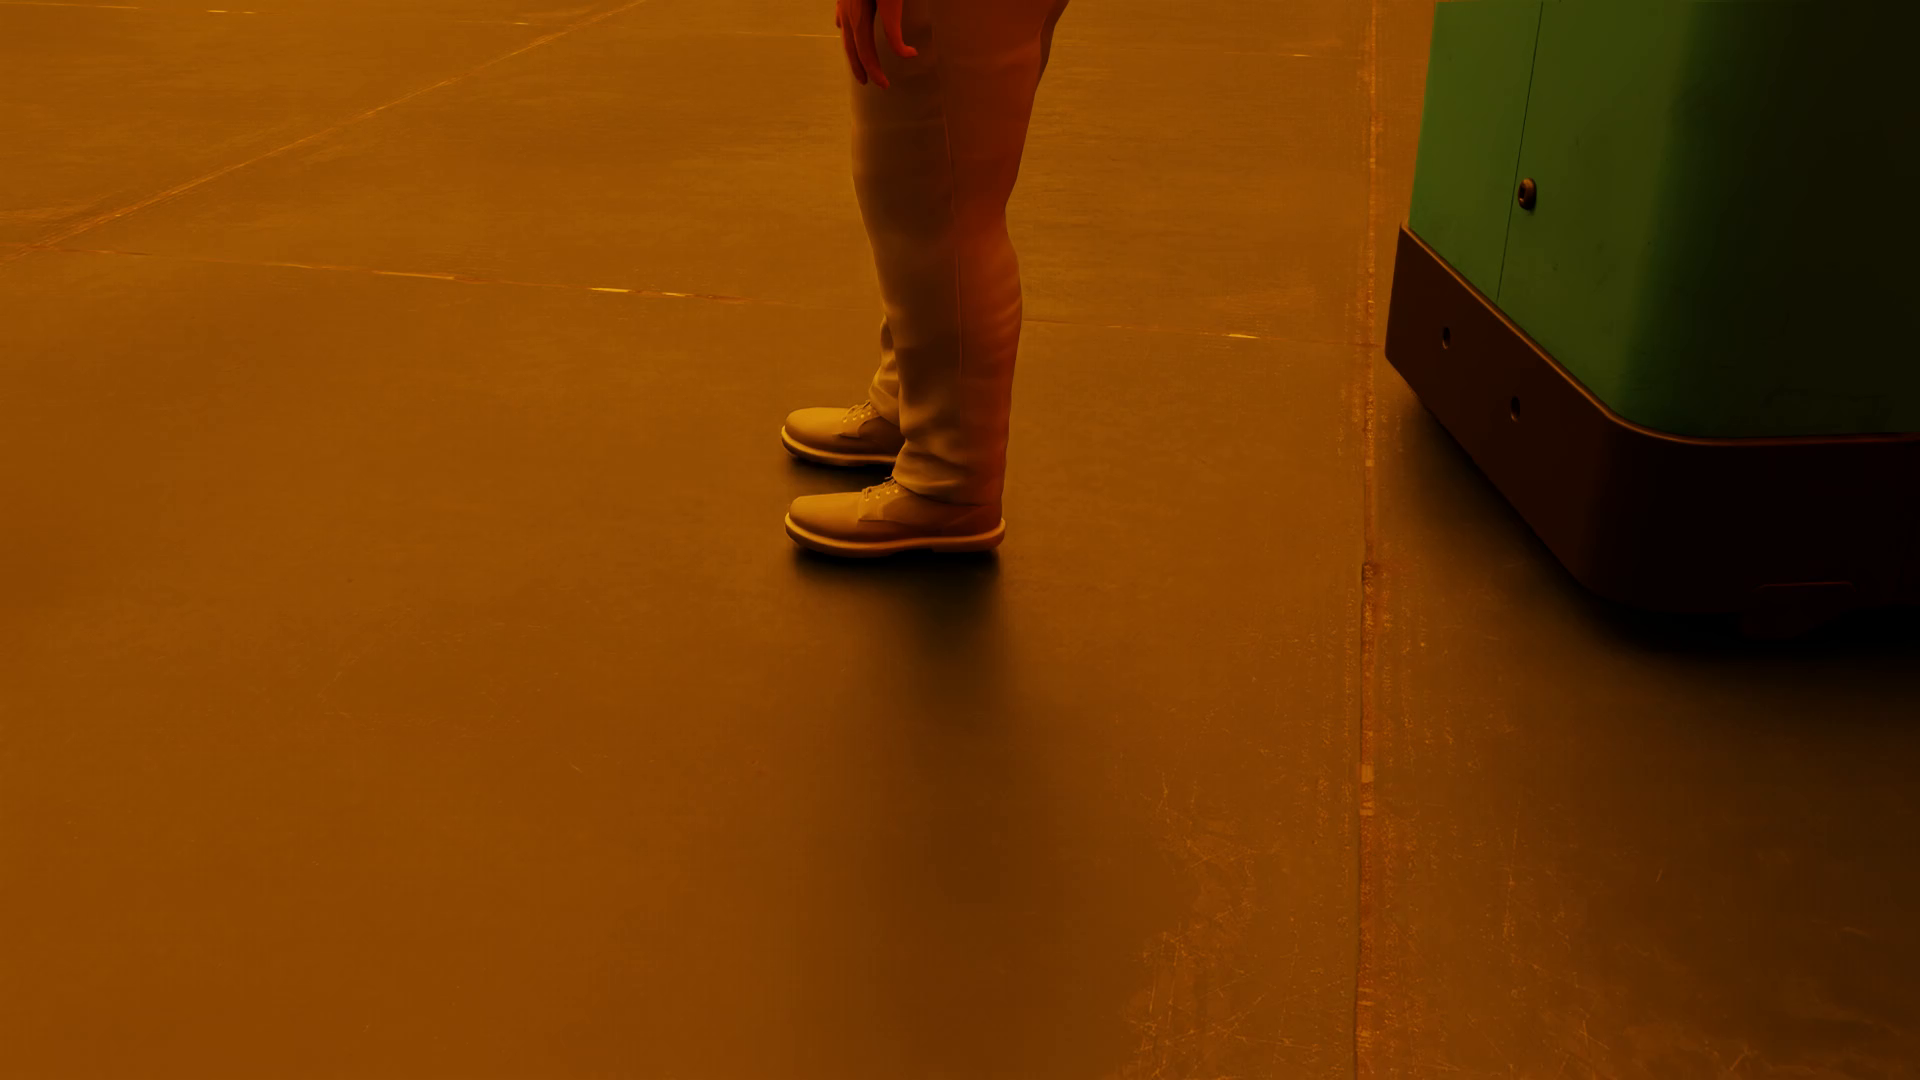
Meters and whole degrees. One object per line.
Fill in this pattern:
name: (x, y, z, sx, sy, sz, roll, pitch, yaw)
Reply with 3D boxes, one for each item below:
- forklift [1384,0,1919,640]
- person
forklift: (2.306, -1.429, 2.079, 3.031, 2.935, 1.130, -2, 27, -4)
person: (-0.073, -0.814, 2.122, 0.575, 1.779, 0.640, 6, 27, 11)
